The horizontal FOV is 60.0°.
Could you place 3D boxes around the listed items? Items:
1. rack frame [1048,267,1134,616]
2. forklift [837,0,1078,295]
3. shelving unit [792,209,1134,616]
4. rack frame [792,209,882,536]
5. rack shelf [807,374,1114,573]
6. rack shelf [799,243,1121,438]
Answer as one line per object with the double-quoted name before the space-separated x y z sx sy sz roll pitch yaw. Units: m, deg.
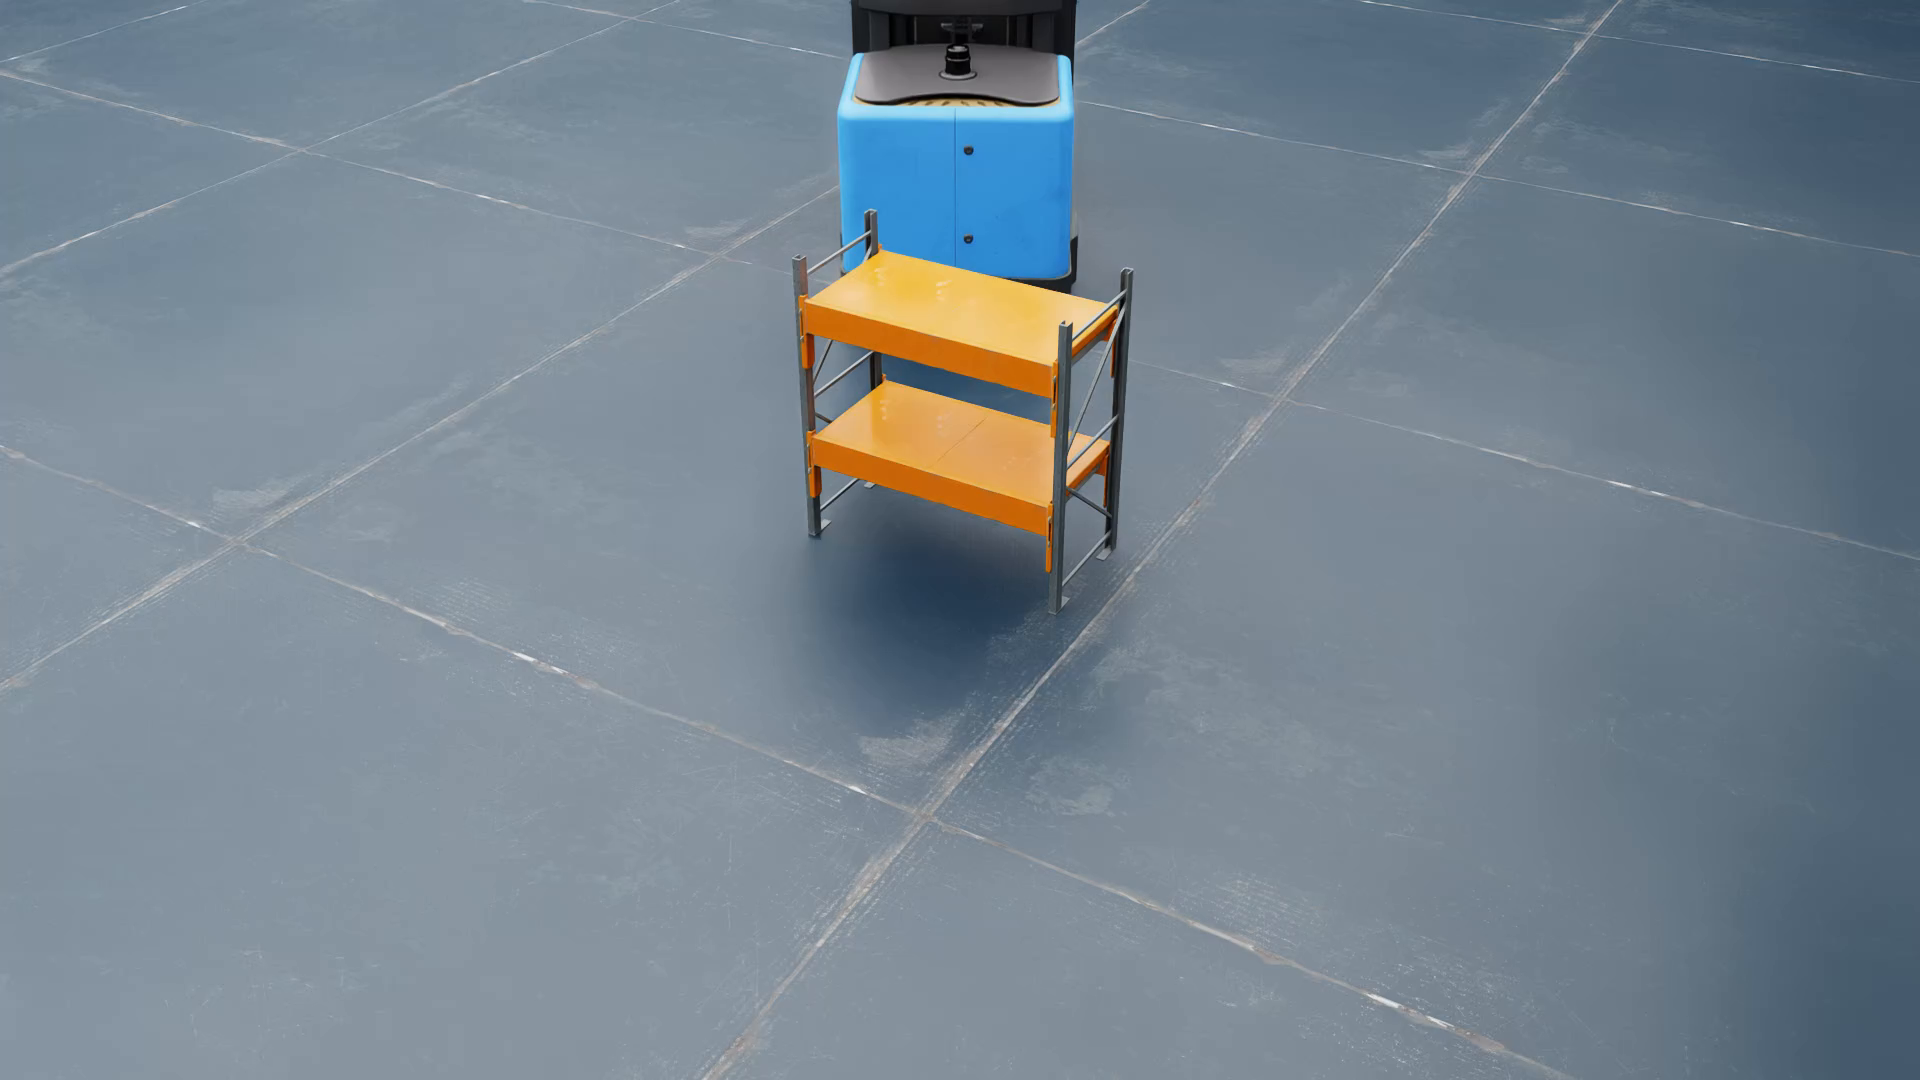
"rack frame" 0.447 -0.327 5.725 0.032 1.125 0.500 18 37 24
"forklift" 0.026 -2.973 8.071 1.130 2.935 3.031 1 34 1
"shelving unit" 0.006 -0.466 5.935 1.048 1.125 0.538 18 37 24
"rack frame" -0.435 -0.606 6.145 0.032 1.125 0.500 18 37 24
"rack shelf" 0.006 -0.263 6.071 1.000 0.278 0.538 18 37 24
"rack shelf" 0.006 -0.710 5.773 1.000 0.278 0.538 18 37 24
